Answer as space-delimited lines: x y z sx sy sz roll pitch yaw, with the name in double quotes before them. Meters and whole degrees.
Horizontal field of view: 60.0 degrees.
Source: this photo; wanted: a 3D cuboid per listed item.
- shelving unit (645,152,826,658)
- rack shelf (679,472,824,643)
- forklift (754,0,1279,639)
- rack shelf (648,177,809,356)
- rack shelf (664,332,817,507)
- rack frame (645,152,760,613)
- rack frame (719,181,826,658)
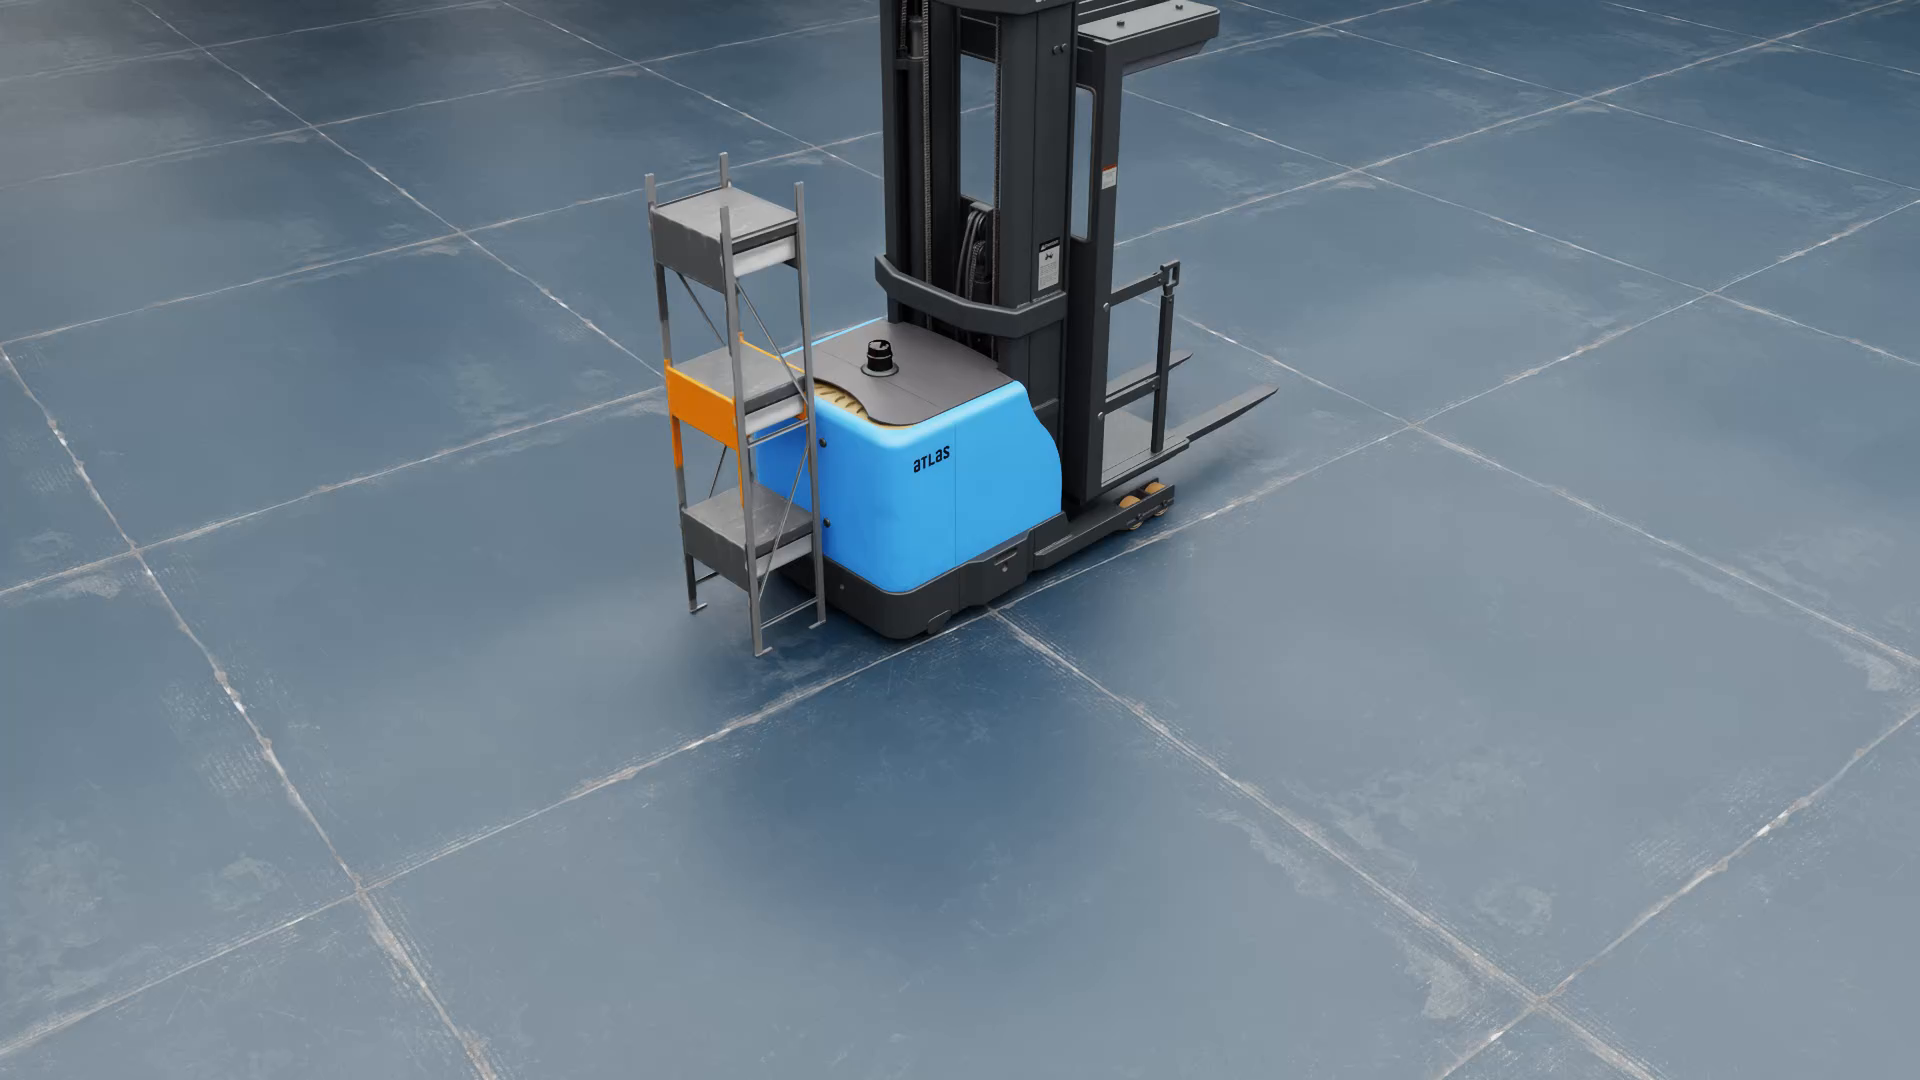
"shelving unit" -0.935 -0.535 7.122 0.431 2.100 0.503 -27 41 -36
"rack shelf" -0.935 0.071 7.498 0.431 0.518 0.480 -27 41 -36
"forklift" 0.447 -1.474 7.845 3.031 2.935 1.130 -27 41 -36
"rack shelf" -0.935 -1.118 6.759 0.431 0.518 0.480 -27 41 -36
"rack shelf" -0.935 -0.524 7.129 0.431 0.518 0.480 -27 41 -36
"rack frame" -1.104 -0.628 7.270 0.400 2.100 0.015 -27 41 -36
"rack frame" -0.765 -0.443 6.973 0.400 2.100 0.015 -27 41 -36
